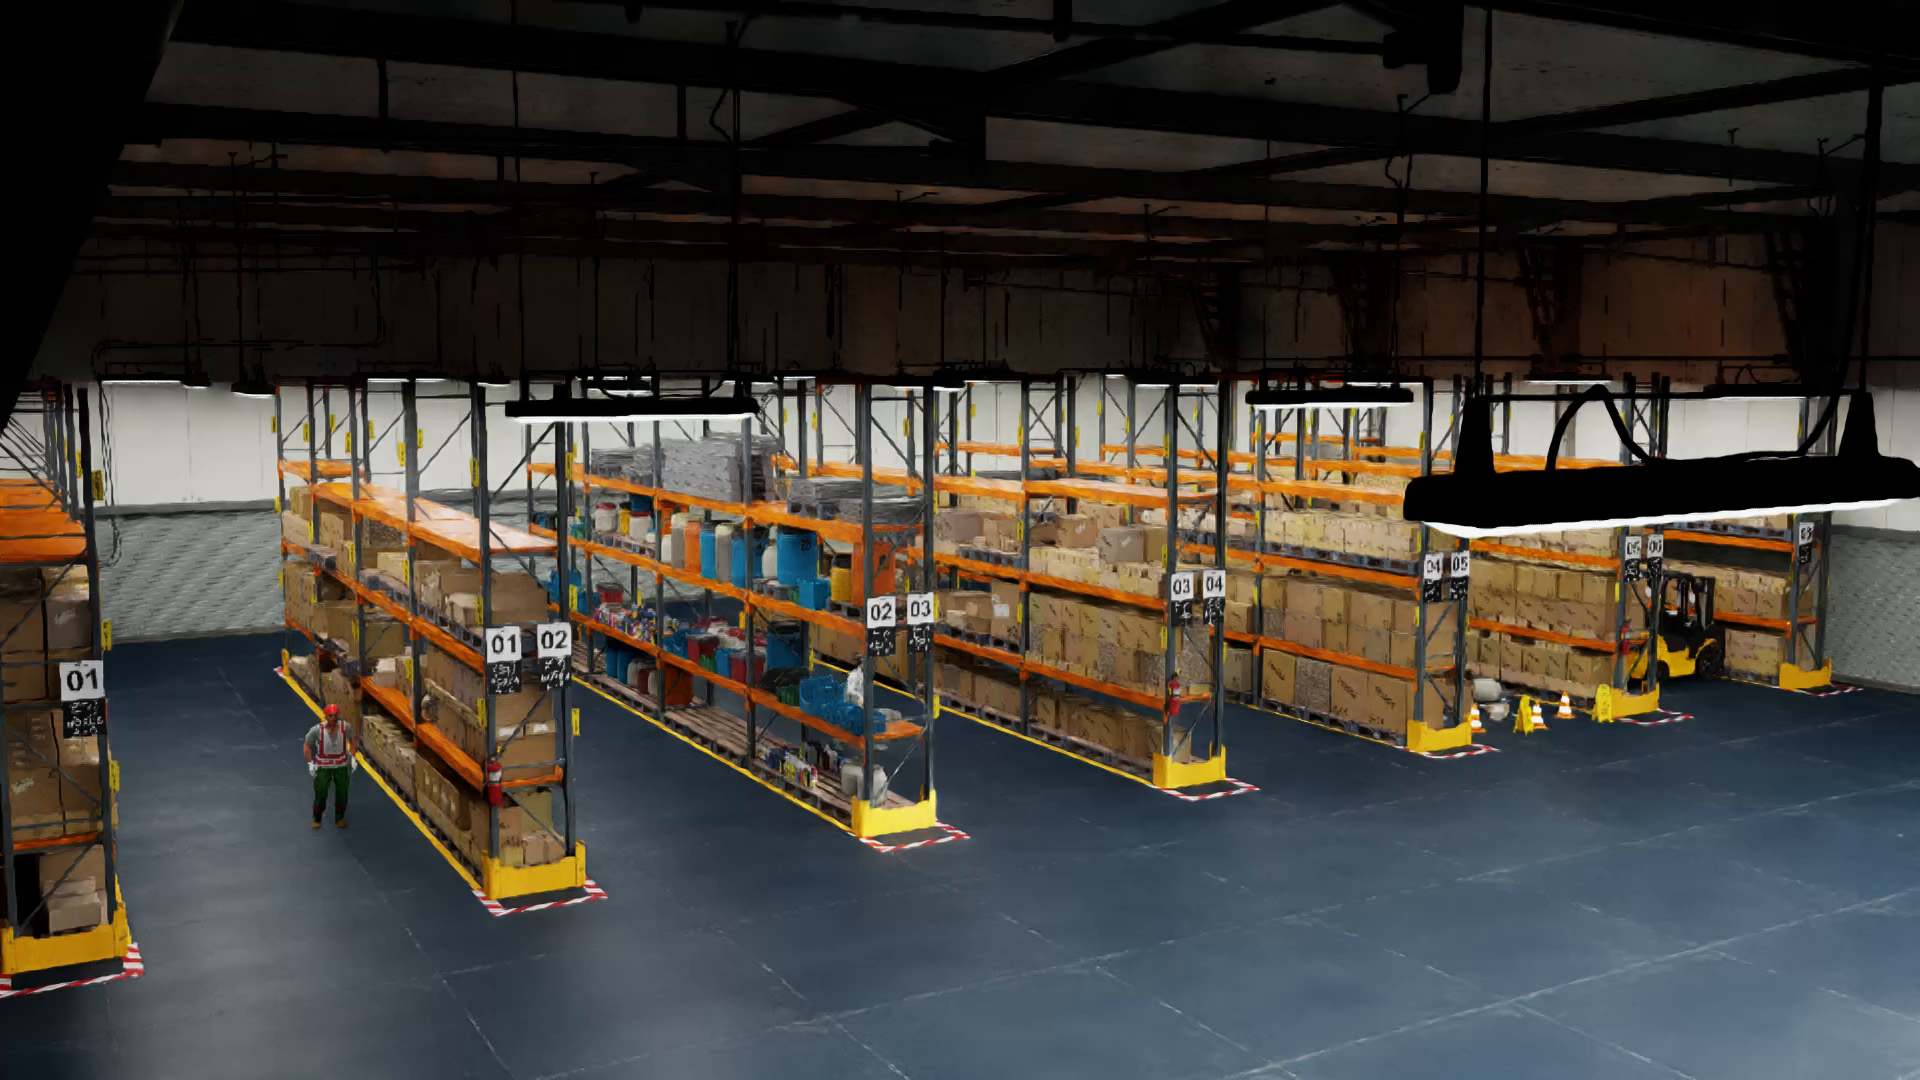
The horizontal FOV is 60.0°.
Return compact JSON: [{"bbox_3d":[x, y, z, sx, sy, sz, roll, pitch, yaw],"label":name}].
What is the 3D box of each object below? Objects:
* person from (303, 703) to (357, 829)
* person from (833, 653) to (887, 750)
[{"bbox_3d":[-8.442,3.034,22.334,0.677,1.742,0.552,-4,7,-31],"label":"person"},{"bbox_3d":[-1.655,2.593,26.804,0.814,1.607,0.638,6,9,43],"label":"person"}]
